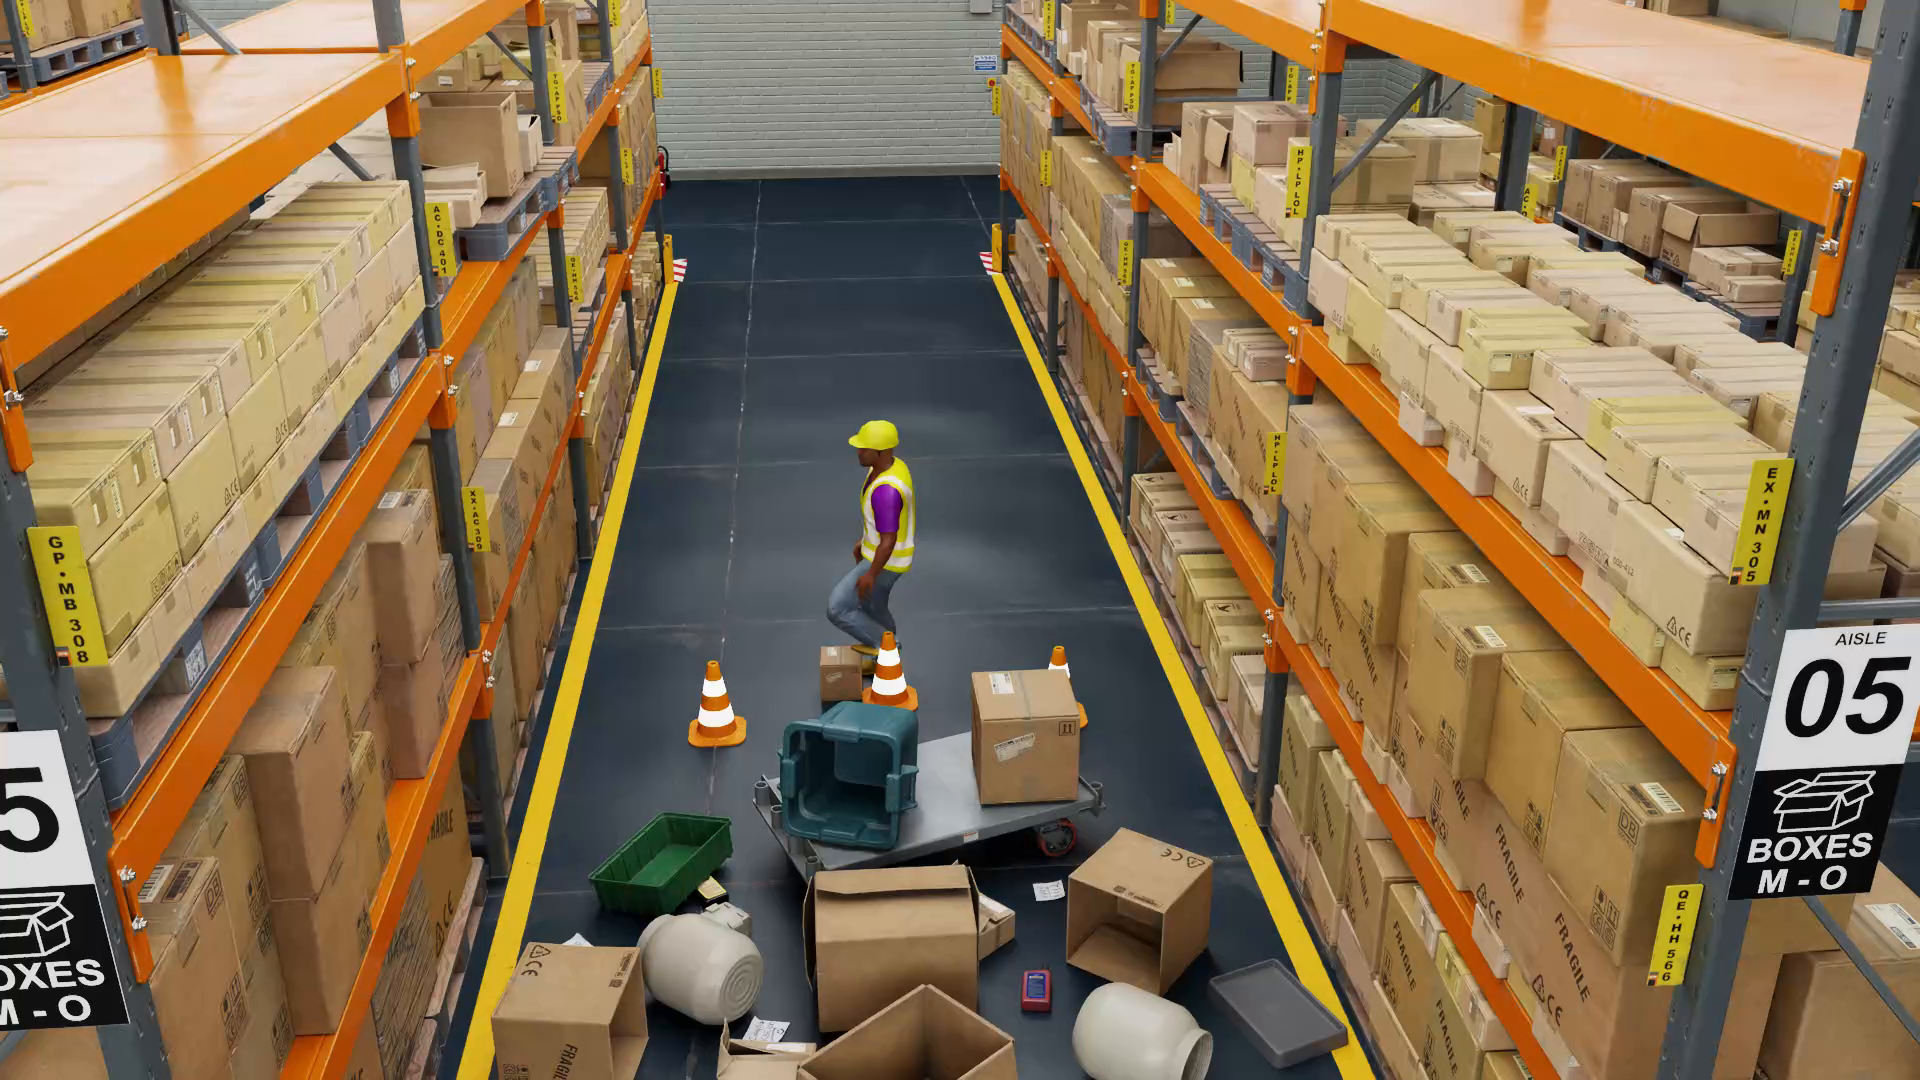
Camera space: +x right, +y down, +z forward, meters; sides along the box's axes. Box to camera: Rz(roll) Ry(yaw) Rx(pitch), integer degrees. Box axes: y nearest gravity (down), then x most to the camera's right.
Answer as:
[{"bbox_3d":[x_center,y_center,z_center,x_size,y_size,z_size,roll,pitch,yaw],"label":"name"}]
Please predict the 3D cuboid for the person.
[{"bbox_3d":[-0.541,0.113,10.039,0.550,1.764,0.628,-2,24,-5],"label":"person"}]
